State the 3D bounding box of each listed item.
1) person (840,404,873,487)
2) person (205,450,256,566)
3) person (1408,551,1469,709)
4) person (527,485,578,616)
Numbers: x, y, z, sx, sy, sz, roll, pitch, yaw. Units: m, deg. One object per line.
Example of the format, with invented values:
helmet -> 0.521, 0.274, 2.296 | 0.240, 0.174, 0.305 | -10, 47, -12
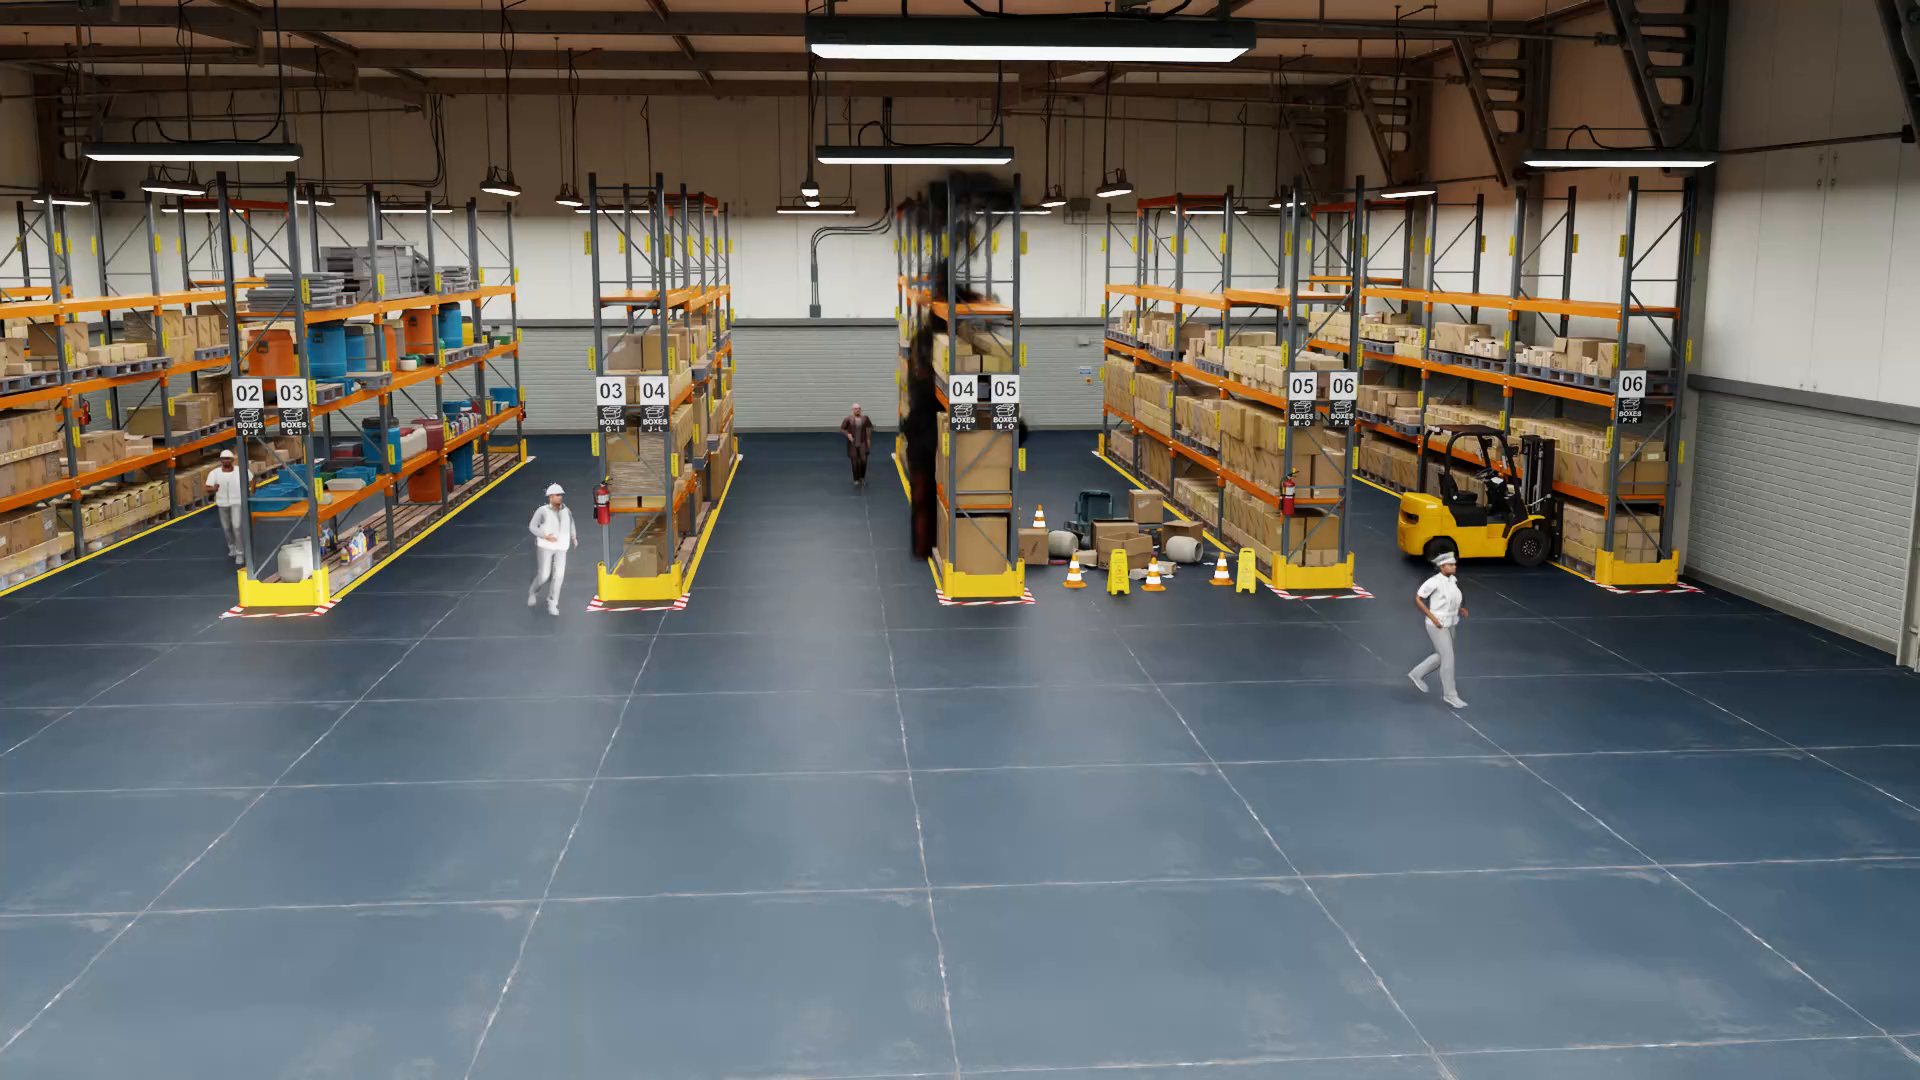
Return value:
person -> -2.153, -1.979, 34.859 | 0.710, 1.757, 0.696 | -2, 10, -8
person -> -11.676, -0.541, 26.634 | 0.692, 1.820, 0.796 | -2, 10, -10
person -> 5.318, 0.958, 18.419 | 0.584, 1.717, 0.796 | -9, 14, -43
person -> -5.613, 0.112, 23.077 | 0.714, 1.754, 0.786 | -8, 13, -37
